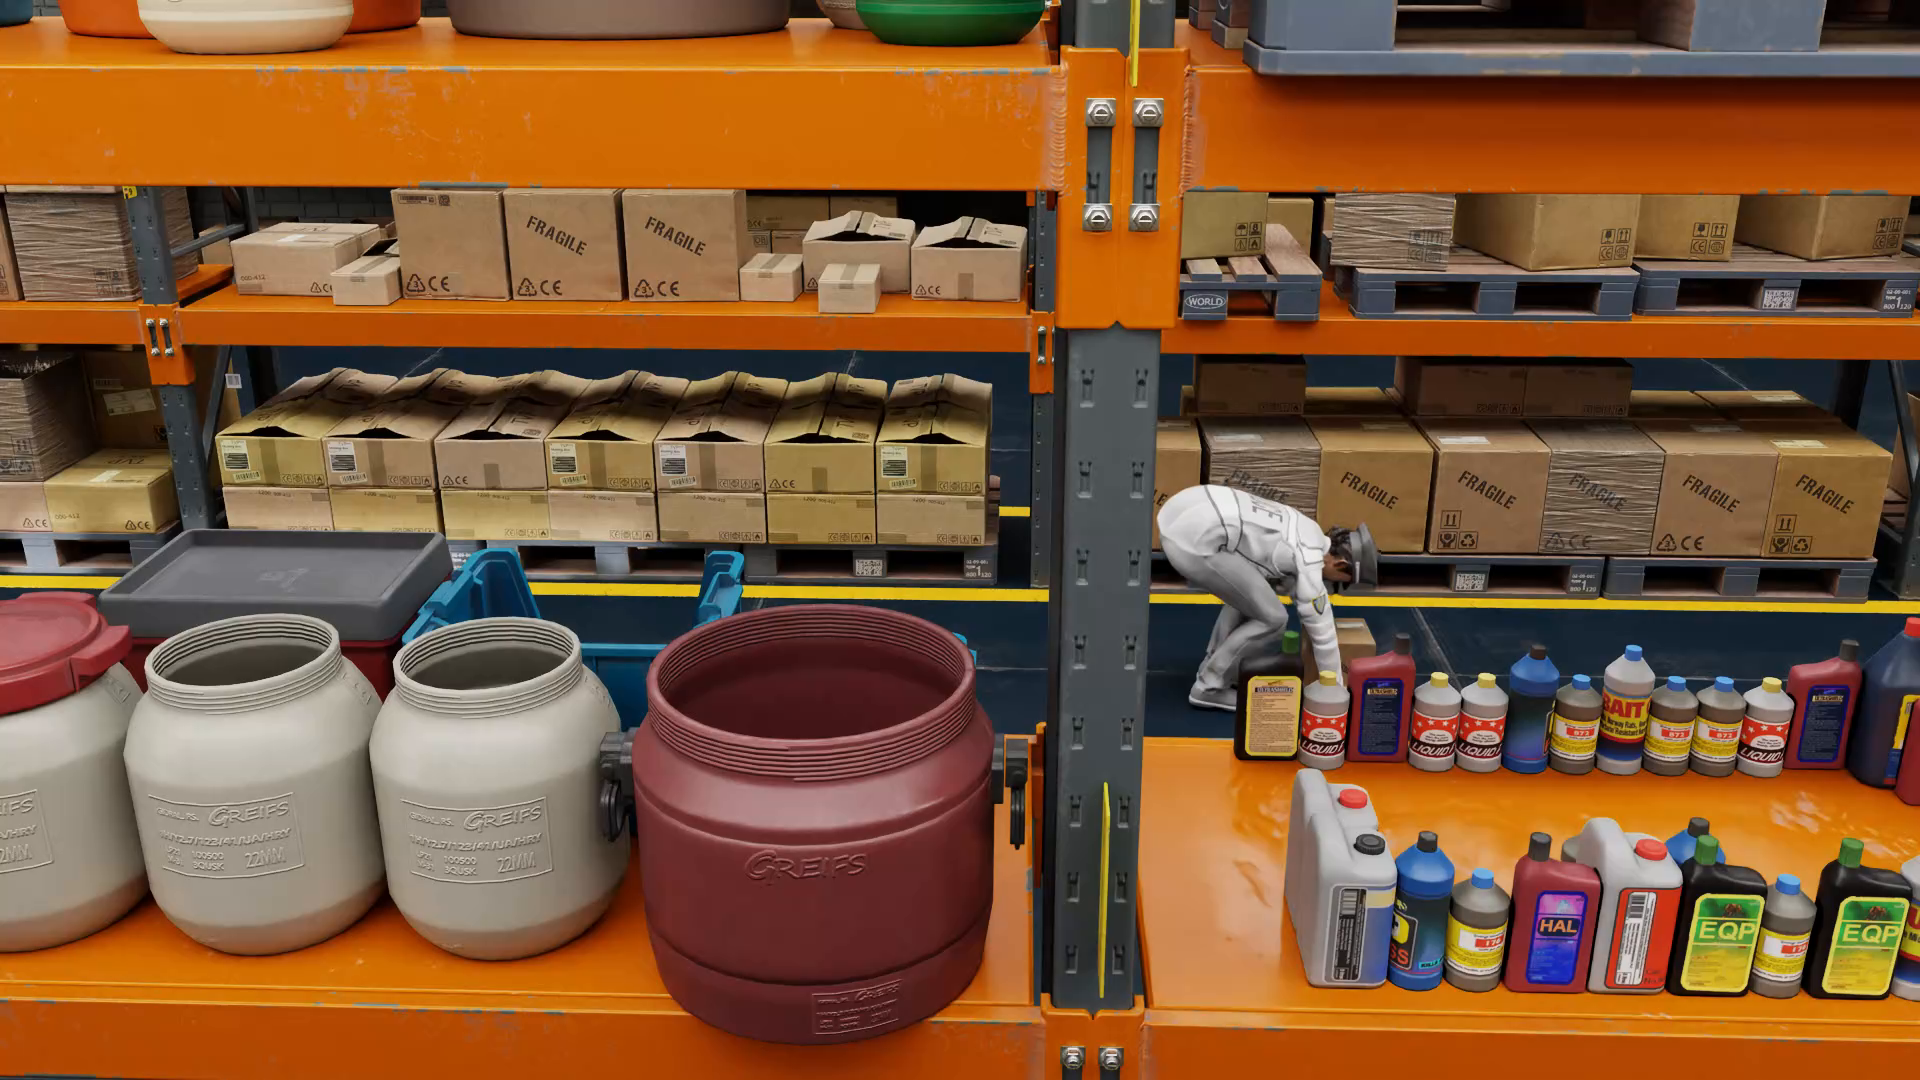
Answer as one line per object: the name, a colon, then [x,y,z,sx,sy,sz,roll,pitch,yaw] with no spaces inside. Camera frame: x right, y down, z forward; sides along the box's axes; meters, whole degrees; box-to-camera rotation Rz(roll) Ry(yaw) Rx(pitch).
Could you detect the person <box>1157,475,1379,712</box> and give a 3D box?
person: [1.217,0.212,6.610,0.880,0.890,0.448,0,21,-1]
